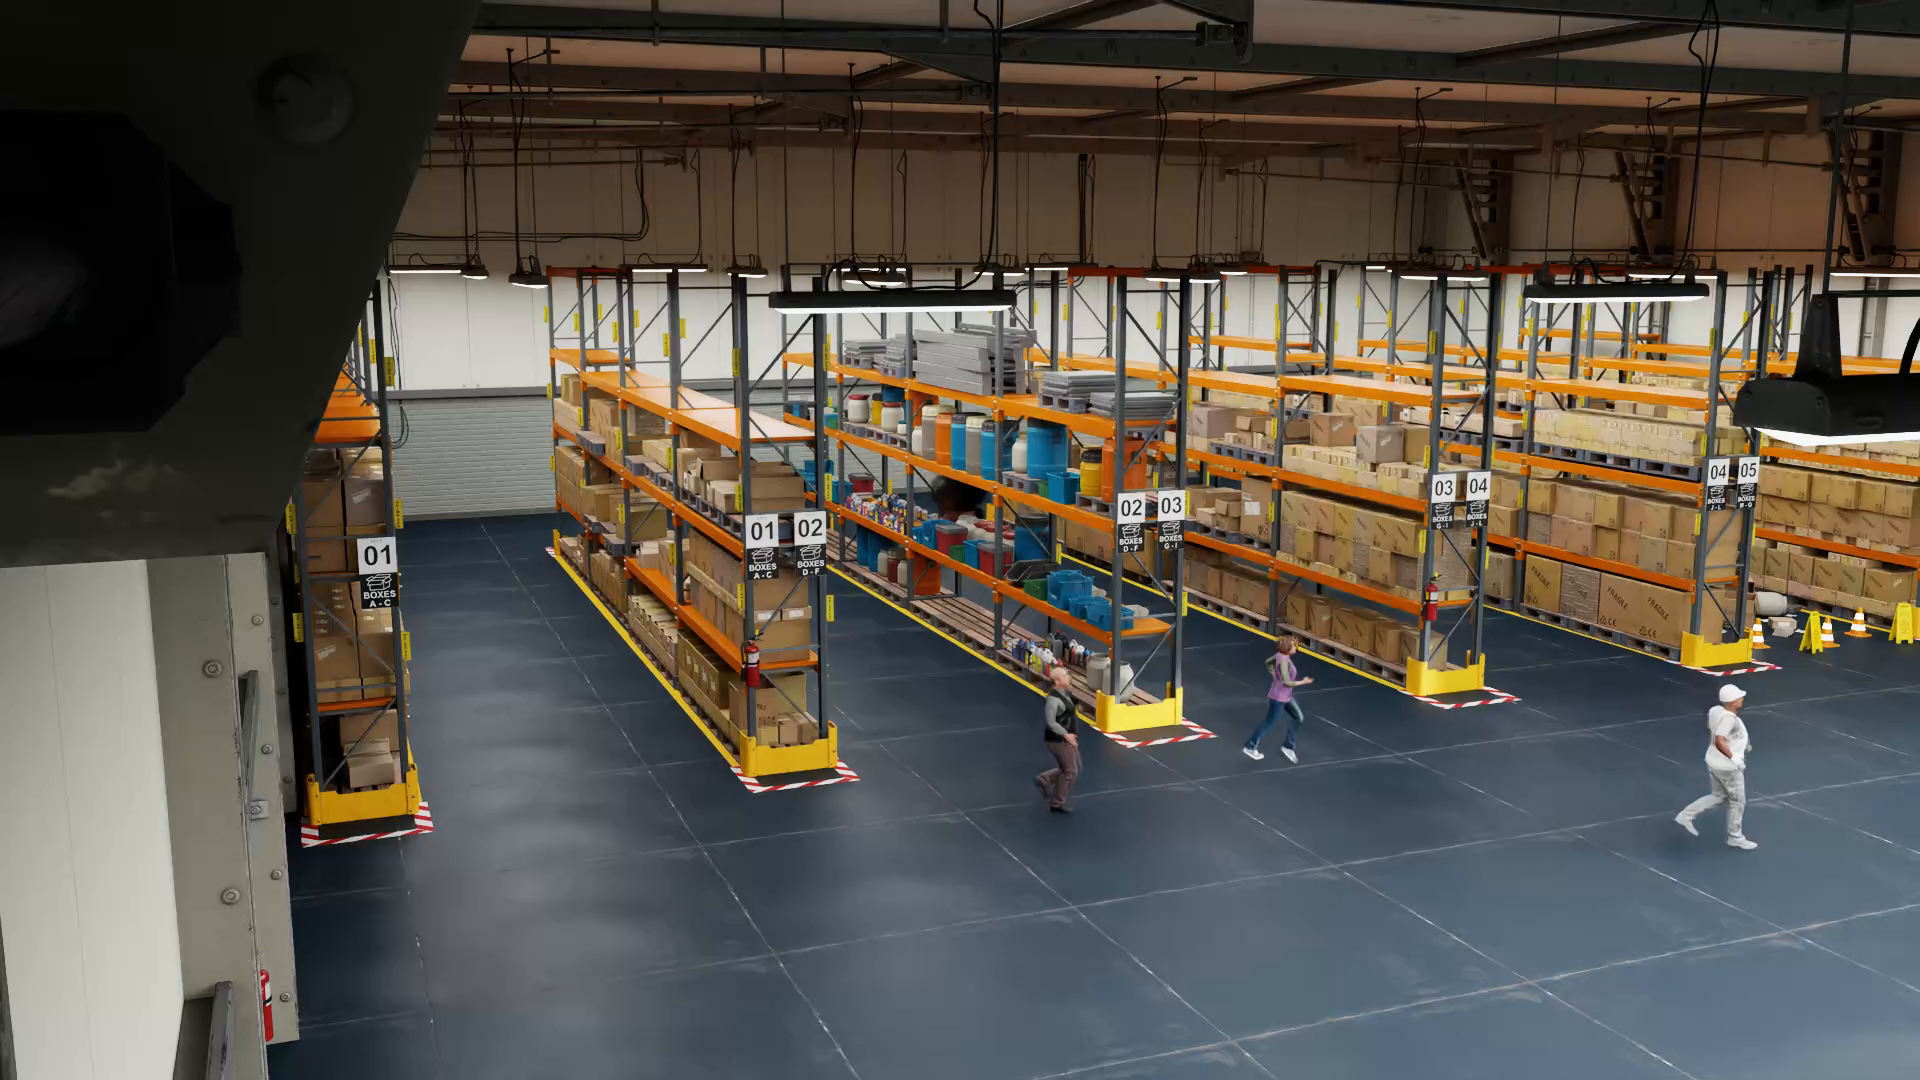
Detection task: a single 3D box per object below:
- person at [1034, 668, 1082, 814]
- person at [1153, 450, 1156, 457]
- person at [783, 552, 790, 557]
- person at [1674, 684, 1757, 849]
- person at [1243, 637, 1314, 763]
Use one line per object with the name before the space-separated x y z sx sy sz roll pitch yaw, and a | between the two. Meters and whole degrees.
person | 1.105 2.263 18.871 0.540 1.690 0.663 2 10 10
person | 4.530 -1.256 38.882 0.734 1.724 0.574 0 10 -2
person | -3.193 0.114 29.334 0.702 1.756 0.875 -7 12 -34
person | 8.124 2.408 17.723 0.837 1.783 0.688 1 10 6
person | 3.962 1.994 20.661 0.828 1.606 0.549 2 10 14
